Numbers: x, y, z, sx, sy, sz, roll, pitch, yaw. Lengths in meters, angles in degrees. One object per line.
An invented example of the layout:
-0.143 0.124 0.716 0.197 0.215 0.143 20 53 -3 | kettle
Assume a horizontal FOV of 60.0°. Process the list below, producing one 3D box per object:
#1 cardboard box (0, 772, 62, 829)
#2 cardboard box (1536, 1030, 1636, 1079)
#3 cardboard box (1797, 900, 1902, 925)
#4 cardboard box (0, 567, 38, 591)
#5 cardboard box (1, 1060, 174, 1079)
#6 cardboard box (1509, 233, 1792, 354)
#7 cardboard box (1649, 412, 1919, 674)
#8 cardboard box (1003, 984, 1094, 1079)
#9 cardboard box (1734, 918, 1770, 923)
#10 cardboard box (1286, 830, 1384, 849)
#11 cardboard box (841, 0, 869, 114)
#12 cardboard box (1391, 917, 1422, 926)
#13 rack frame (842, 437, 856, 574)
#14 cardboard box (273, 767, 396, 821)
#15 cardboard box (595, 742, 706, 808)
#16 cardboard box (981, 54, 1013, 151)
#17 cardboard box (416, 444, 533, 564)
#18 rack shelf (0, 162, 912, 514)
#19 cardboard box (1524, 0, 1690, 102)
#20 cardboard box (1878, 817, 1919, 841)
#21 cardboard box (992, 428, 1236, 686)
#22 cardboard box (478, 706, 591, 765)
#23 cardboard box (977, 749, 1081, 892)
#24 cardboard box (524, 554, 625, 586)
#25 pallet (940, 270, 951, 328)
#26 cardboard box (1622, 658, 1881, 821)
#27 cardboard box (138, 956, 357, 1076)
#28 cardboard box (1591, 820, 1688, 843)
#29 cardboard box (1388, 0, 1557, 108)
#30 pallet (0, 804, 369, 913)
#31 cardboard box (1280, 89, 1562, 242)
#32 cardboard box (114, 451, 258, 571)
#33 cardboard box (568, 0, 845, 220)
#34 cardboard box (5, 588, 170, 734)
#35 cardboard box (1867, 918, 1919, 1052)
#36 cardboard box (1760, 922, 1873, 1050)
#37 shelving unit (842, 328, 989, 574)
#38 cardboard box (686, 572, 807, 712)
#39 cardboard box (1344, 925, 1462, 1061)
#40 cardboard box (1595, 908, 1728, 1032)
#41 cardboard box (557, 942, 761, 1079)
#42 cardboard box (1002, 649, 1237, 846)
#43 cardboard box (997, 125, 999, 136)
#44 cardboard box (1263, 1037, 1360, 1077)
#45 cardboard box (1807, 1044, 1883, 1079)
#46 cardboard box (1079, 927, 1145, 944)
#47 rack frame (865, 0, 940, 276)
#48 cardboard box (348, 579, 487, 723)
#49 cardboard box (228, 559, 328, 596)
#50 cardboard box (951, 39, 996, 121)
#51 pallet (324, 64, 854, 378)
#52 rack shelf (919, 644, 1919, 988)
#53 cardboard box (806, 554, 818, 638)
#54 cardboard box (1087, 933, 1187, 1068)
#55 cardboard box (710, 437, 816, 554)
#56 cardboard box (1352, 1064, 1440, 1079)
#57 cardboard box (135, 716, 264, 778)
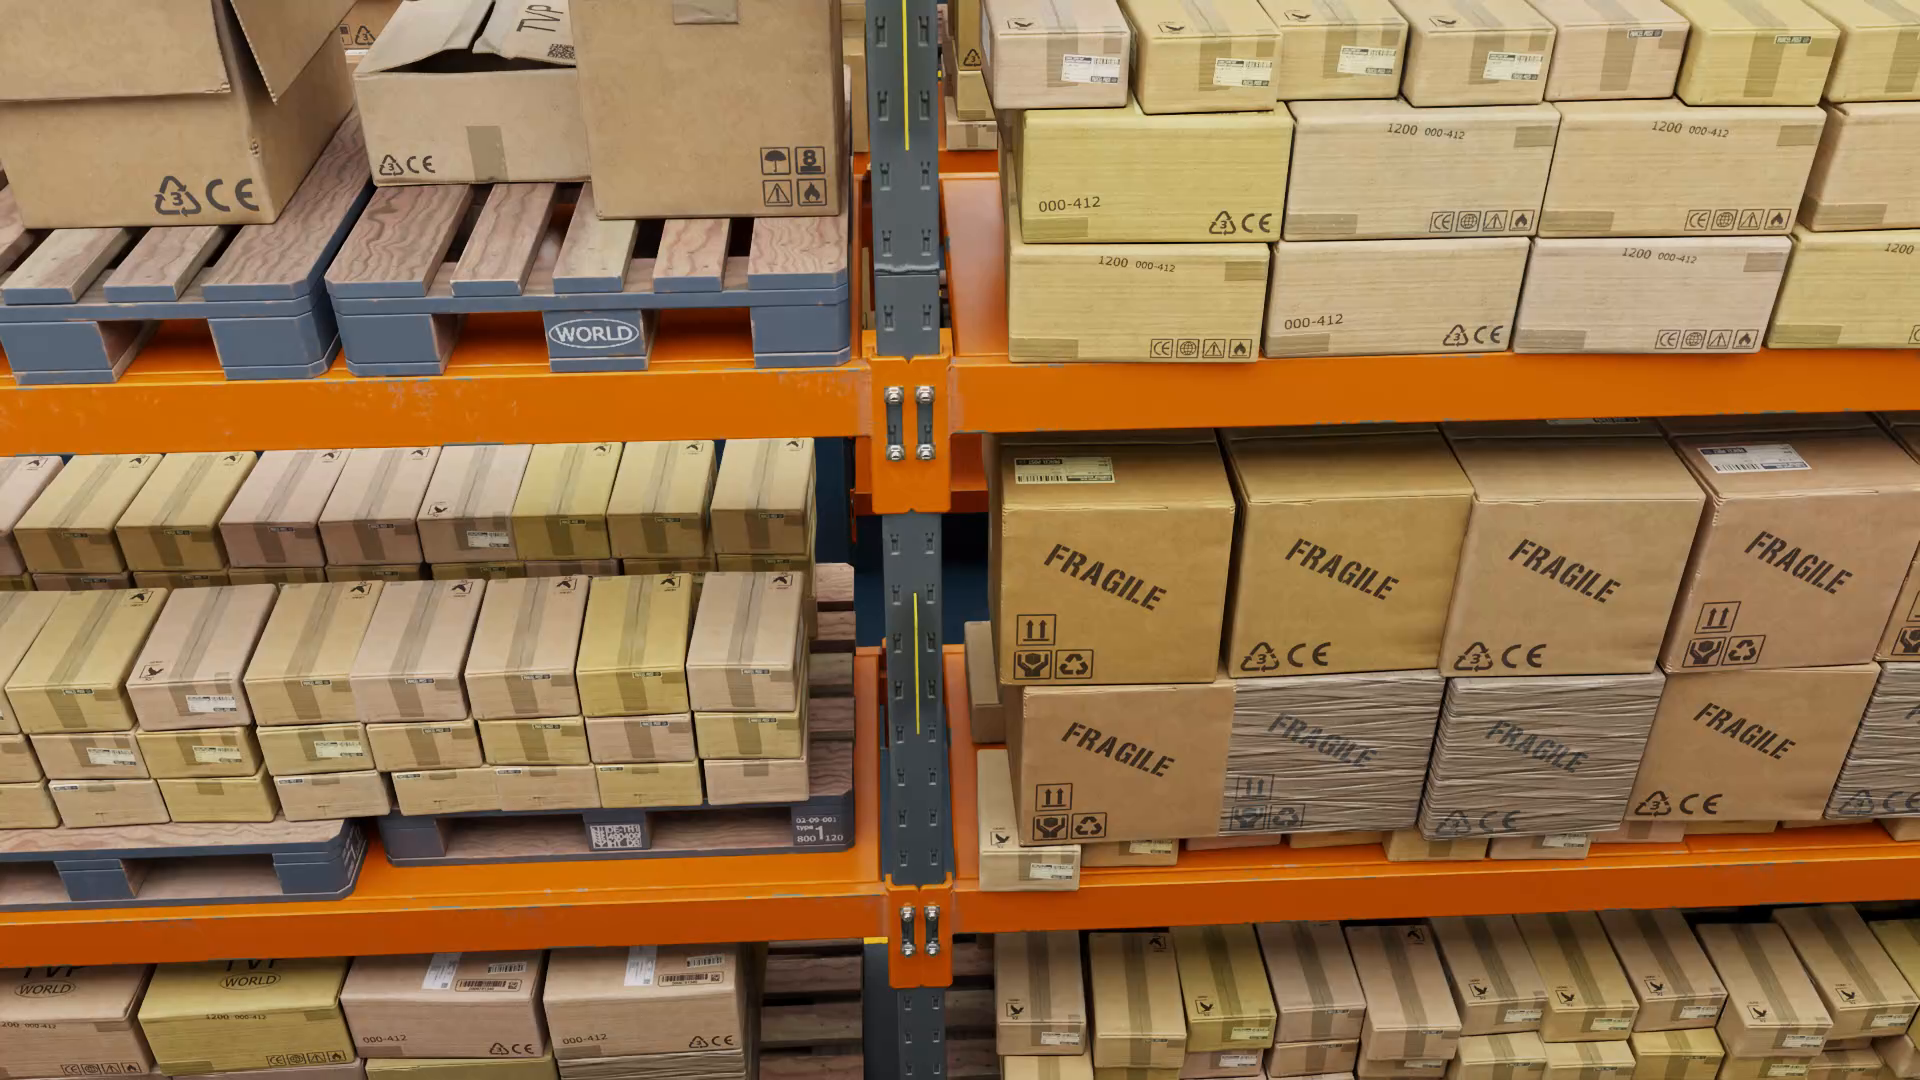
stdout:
-2.341 0.542 4.183 0.250 0.149 0.380 -1 35 -2 | cardboard box
1.789 1.439 4.909 0.250 0.149 0.380 -1 35 -2 | cardboard box
2.817 1.107 5.389 0.250 0.149 0.380 -1 35 -2 | cardboard box
-2.622 0.053 4.628 0.250 0.149 0.380 -2 35 -3 | cardboard box
-2.389 1.494 4.782 0.500 0.500 0.500 -2 35 -3 | cardboard box
1.370 -0.618 3.504 0.500 0.250 0.500 0 35 0 | cardboard box
1.871 -0.042 3.947 0.500 0.500 0.500 -3 35 -4 | cardboard box
0.251 1.487 4.840 0.250 0.149 0.380 0 35 0 | cardboard box
2.565 1.170 5.559 0.250 0.149 0.380 -1 35 -2 | cardboard box
0.962 0.629 4.426 0.250 0.149 0.380 -3 35 -4 | cardboard box
-0.731 -2.556 8.719 0.500 0.500 0.500 -1 35 -2 | cardboard box
1.487 1.129 5.357 0.250 0.149 0.380 -3 35 -4 | cardboard box
-0.501 -0.449 7.410 0.032 1.125 0.500 -2 35 -2 | rack frame
-1.550 0.522 4.212 0.250 0.149 0.380 -3 35 -4 | cardboard box
-0.773 0.499 4.245 0.250 0.149 0.380 -1 35 -2 | cardboard box
0.323 -1.097 3.756 0.500 0.250 0.500 -3 35 -4 | cardboard box
-1.325 -0.106 4.596 0.250 0.149 0.380 -2 35 -3 | cardboard box
-2.124 -0.446 3.755 4.000 0.370 1.077 -2 35 -2 | rack shelf
1.216 -1.001 3.267 0.250 0.149 0.380 -3 35 -4 | cardboard box
2.539 0.614 4.448 0.250 0.149 0.380 -3 35 -4 | cardboard box
0.336 -0.011 3.902 0.500 0.500 0.500 -1 35 -1 | cardboard box
-1.025 0.382 4.153 0.250 0.149 0.380 0 35 0 | cardboard box
0.172 0.719 4.296 0.250 0.149 0.380 0 35 0 | cardboard box
-1.058 0.010 4.690 0.250 0.149 0.380 -1 35 -1 | cardboard box
0.503 -1.214 9.319 1.213 0.211 1.003 -2 35 -2 | pallet
1.913 0.362 4.241 0.500 0.500 0.500 0 35 0 | cardboard box
-1.900 1.177 4.583 0.500 0.250 0.500 -3 35 -4 | cardboard box
1.751 0.622 4.436 0.250 0.149 0.380 0 35 0 | cardboard box
0.959 -0.982 3.240 0.250 0.149 0.380 -2 35 -4 | cardboard box
-2.146 0.547 4.492 1.213 0.211 1.003 -2 35 -2 | pallet
0.864 -0.827 3.366 0.500 0.250 0.500 -2 35 -2 | cardboard box
-2.102 -0.083 4.563 0.250 0.149 0.380 -1 35 -1 | cardboard box
-0.510 -1.062 3.556 0.500 0.500 0.700 -1 35 -2 | cardboard box
-2.089 0.288 4.027 0.250 0.149 0.380 -2 35 -3 | cardboard box
2.846 1.296 4.854 0.250 0.149 0.380 -2 35 -3 | cardboard box
2.563 1.347 5.042 0.250 0.149 0.380 -2 35 -3 | cardboard box
0.007 -0.463 7.430 1.048 1.125 0.538 -2 35 -2 | shelving unit
-0.518 0.245 4.089 0.250 0.149 0.380 0 35 0 | cardboard box
1.273 1.312 4.832 0.250 0.149 0.380 -1 35 -1 | cardboard box
2.050 1.250 4.921 0.250 0.149 0.380 -3 35 -4 | cardboard box
-0.854 1.456 4.838 0.500 0.500 0.500 -2 35 -3 | cardboard box
0.380 0.404 4.181 0.500 0.500 0.500 -2 35 -3 | cardboard box
0.313 -2.107 8.380 0.250 0.149 0.380 -3 35 -4 | cardboard box
1.011 1.396 4.971 0.250 0.149 0.380 -3 35 -5 | cardboard box
2.587 1.499 5.085 0.250 0.149 0.380 -1 35 -2 | cardboard box
0.443 1.111 5.383 0.250 0.149 0.380 -3 35 -5 | cardboard box
-0.126 -2.029 2.775 0.127 3.000 1.000 -2 35 -2 | rack frame
-1.307 0.266 4.059 0.250 0.149 0.380 -2 35 -2 | cardboard box
-1.852 0.033 4.657 0.250 0.149 0.380 -2 35 -3 | cardboard box
0.222 -2.309 8.321 0.500 0.250 0.500 -2 35 -3 | cardboard box
-0.748 -0.763 3.745 1.003 0.211 1.213 -2 35 -2 | pallet
1.872 0.679 4.765 4.000 0.370 1.077 -2 35 -2 | rack shelf
-0.542 0.117 4.796 0.250 0.149 0.380 -3 35 -5 | cardboard box
0.506 1.327 4.810 0.250 0.149 0.380 0 35 0 | cardboard box
-0.542 -0.127 4.627 0.250 0.149 0.380 0 35 0 | cardboard box
1.283 1.504 5.077 0.250 0.149 0.380 -3 35 -4 | cardboard box
-1.831 0.406 4.117 0.250 0.149 0.380 -1 35 -2 | cardboard box
